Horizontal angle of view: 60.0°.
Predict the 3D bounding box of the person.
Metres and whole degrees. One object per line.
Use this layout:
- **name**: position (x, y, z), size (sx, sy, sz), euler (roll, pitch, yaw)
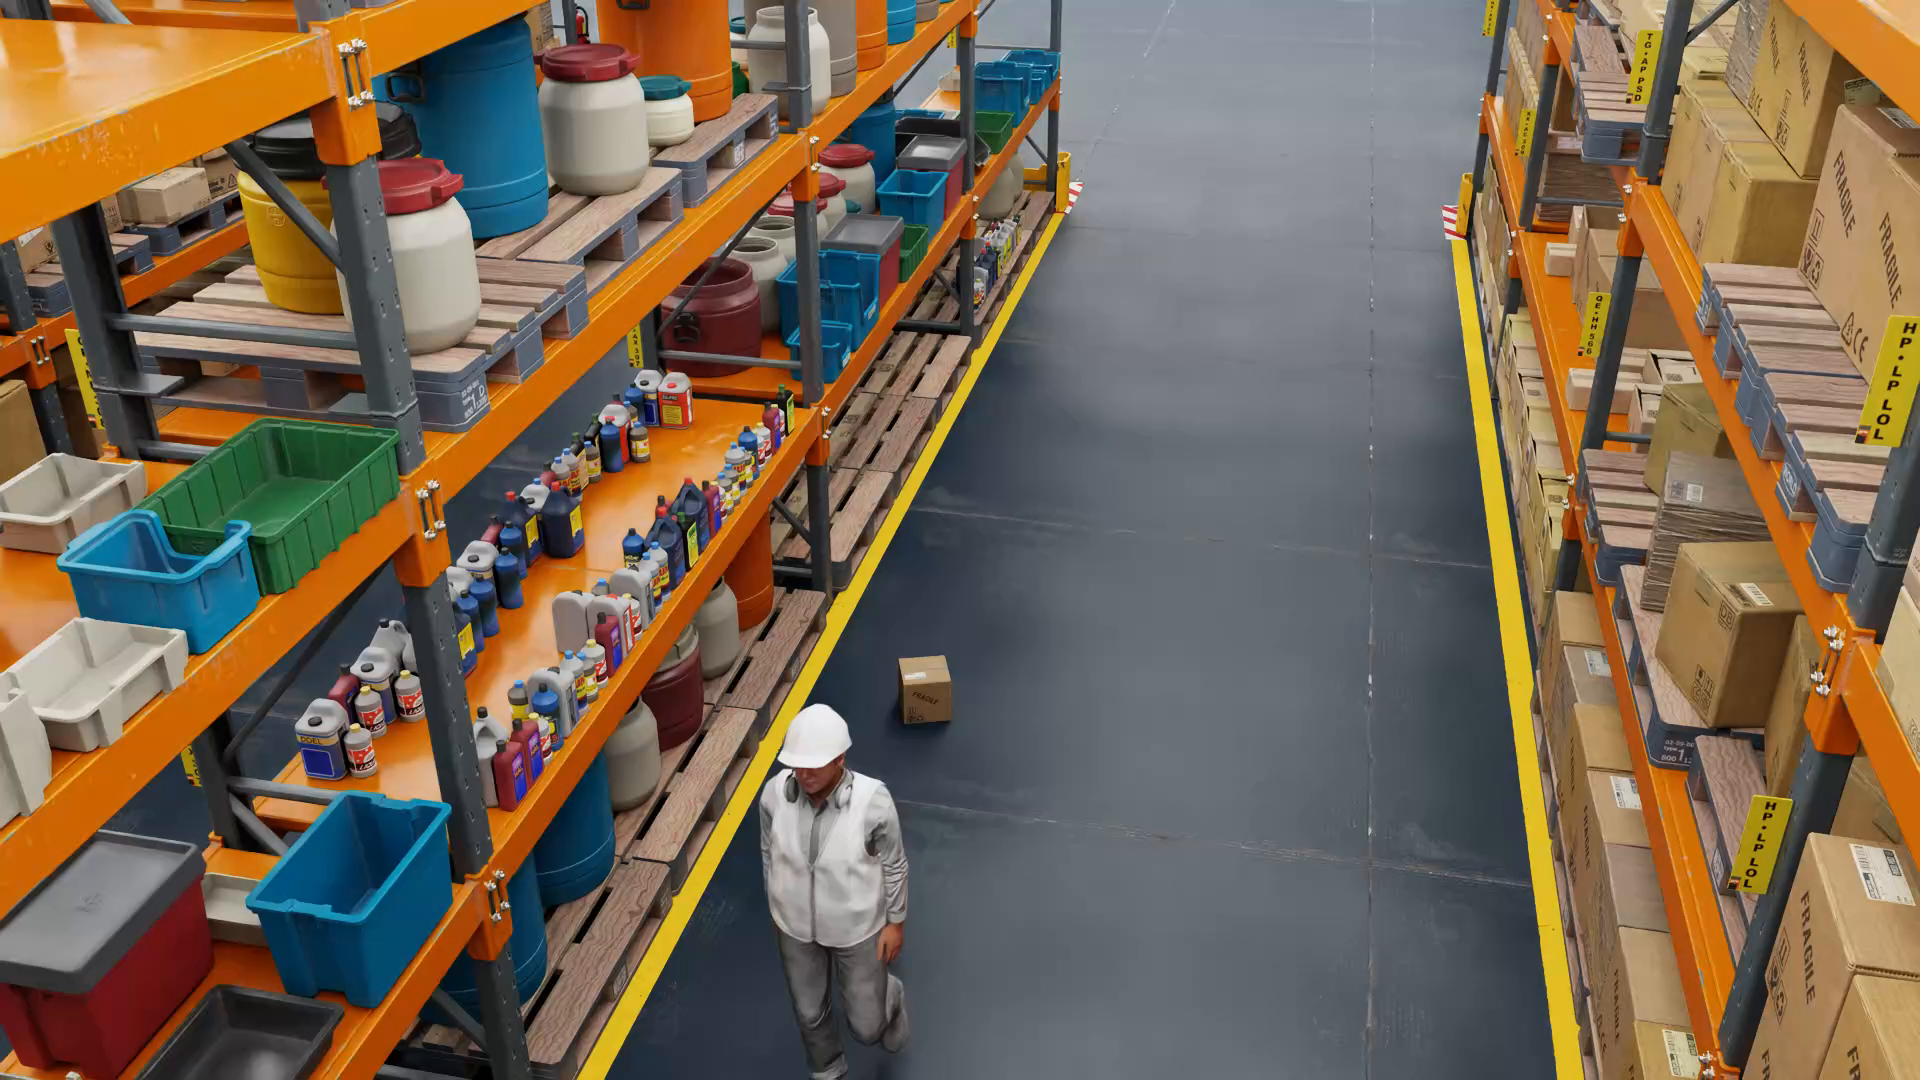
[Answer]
- **person**: position (-0.449, 1.337, 6.095), size (0.548, 1.761, 0.567), euler (6, 29, 12)
